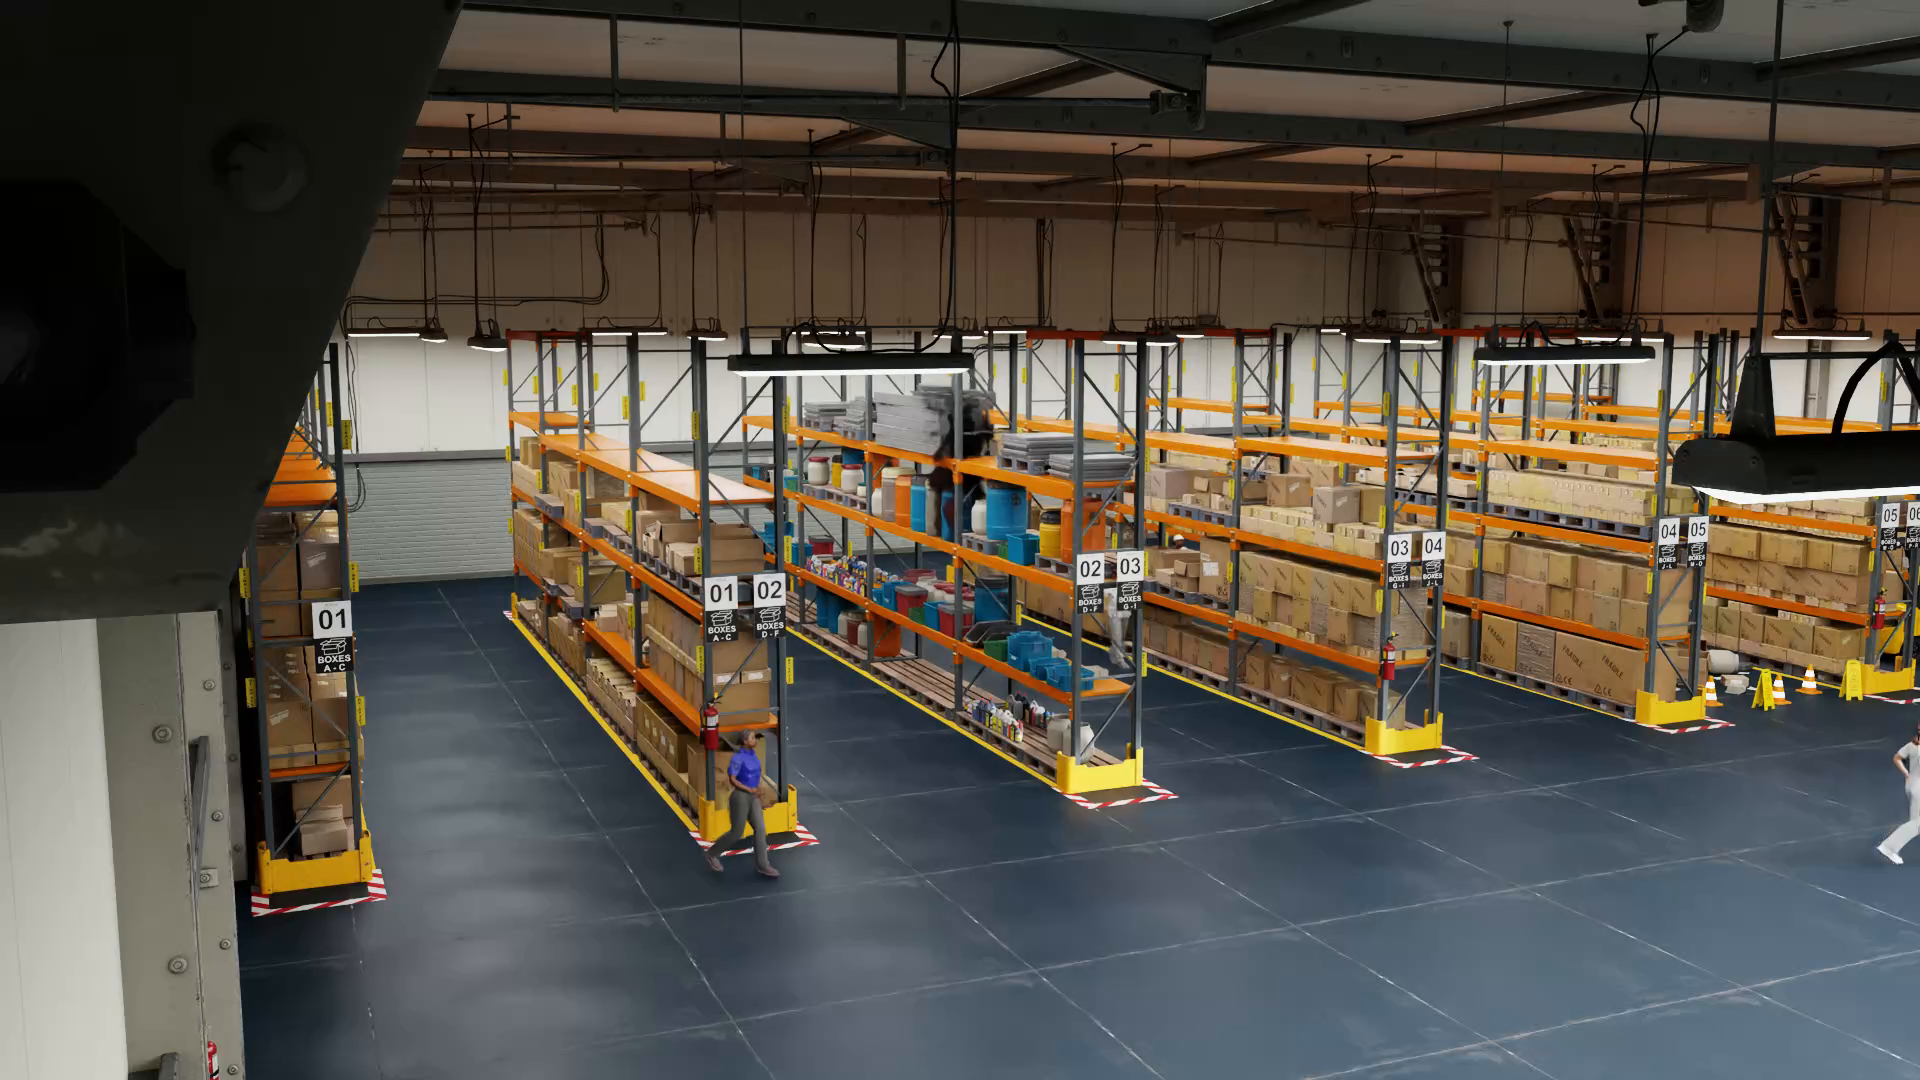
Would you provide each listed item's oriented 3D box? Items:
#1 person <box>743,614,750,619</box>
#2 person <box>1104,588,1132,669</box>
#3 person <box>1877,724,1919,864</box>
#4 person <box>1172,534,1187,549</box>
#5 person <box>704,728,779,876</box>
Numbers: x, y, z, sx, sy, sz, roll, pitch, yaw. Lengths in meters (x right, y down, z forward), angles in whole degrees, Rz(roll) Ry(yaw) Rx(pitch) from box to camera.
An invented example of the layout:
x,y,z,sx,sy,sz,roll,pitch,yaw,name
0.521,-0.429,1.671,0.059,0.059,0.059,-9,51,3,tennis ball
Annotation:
x,y,z,sx,sy,sz,roll,pitch,yaw,name
-3.954,1.392,29.753,0.652,1.838,0.818,-5,9,-34,person
2.723,1.354,28.557,0.615,1.703,0.863,-4,9,-27,person
10.966,2.921,19.044,0.853,1.697,0.582,0,8,3,person
4.612,0.733,34.845,0.731,1.724,0.591,-4,9,-25,person
-2.397,2.946,18.895,0.904,1.611,0.644,3,8,23,person
